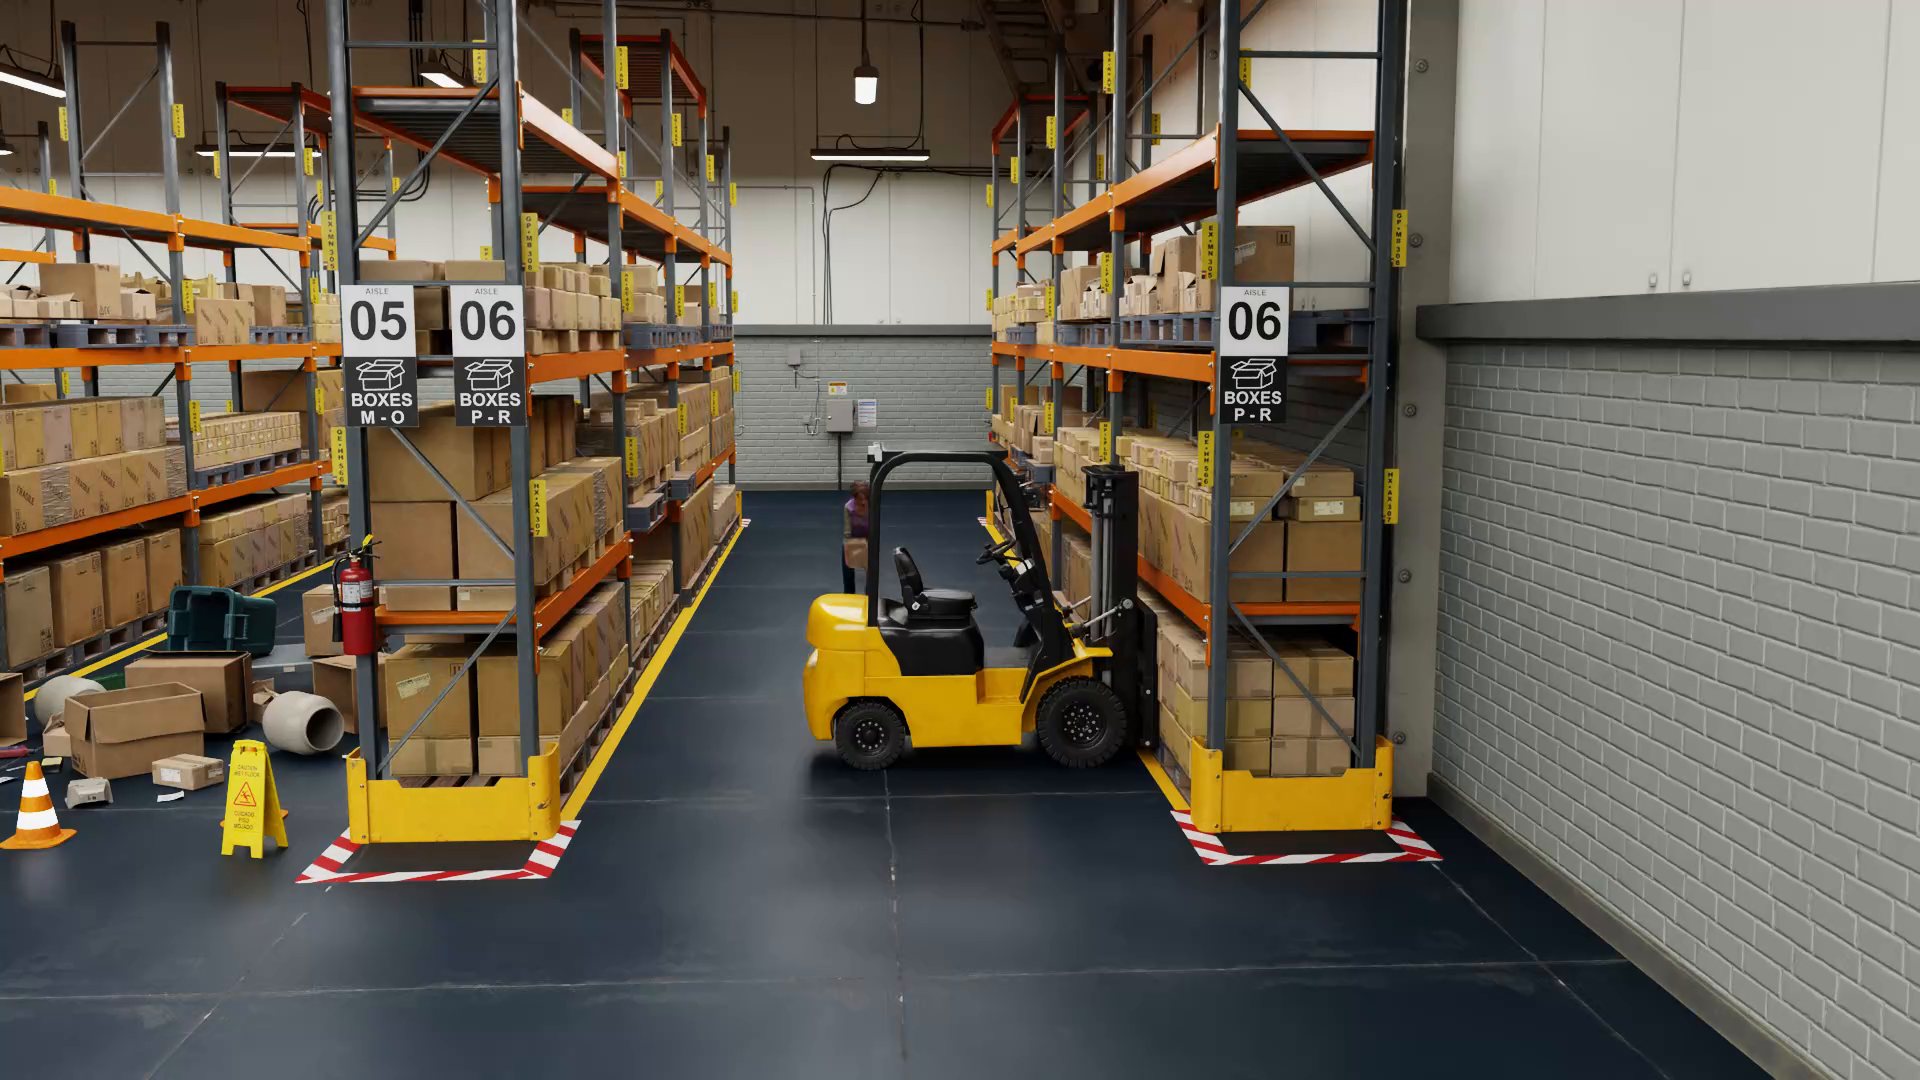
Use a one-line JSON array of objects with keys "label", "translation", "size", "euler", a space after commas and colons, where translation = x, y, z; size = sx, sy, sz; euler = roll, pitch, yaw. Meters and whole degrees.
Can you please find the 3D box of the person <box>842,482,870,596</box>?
[{"label": "person", "translation": [-1.003, 0.141, 16.759], "size": [0.377, 1.457, 0.637], "euler": [-1, 7, -5]}]
